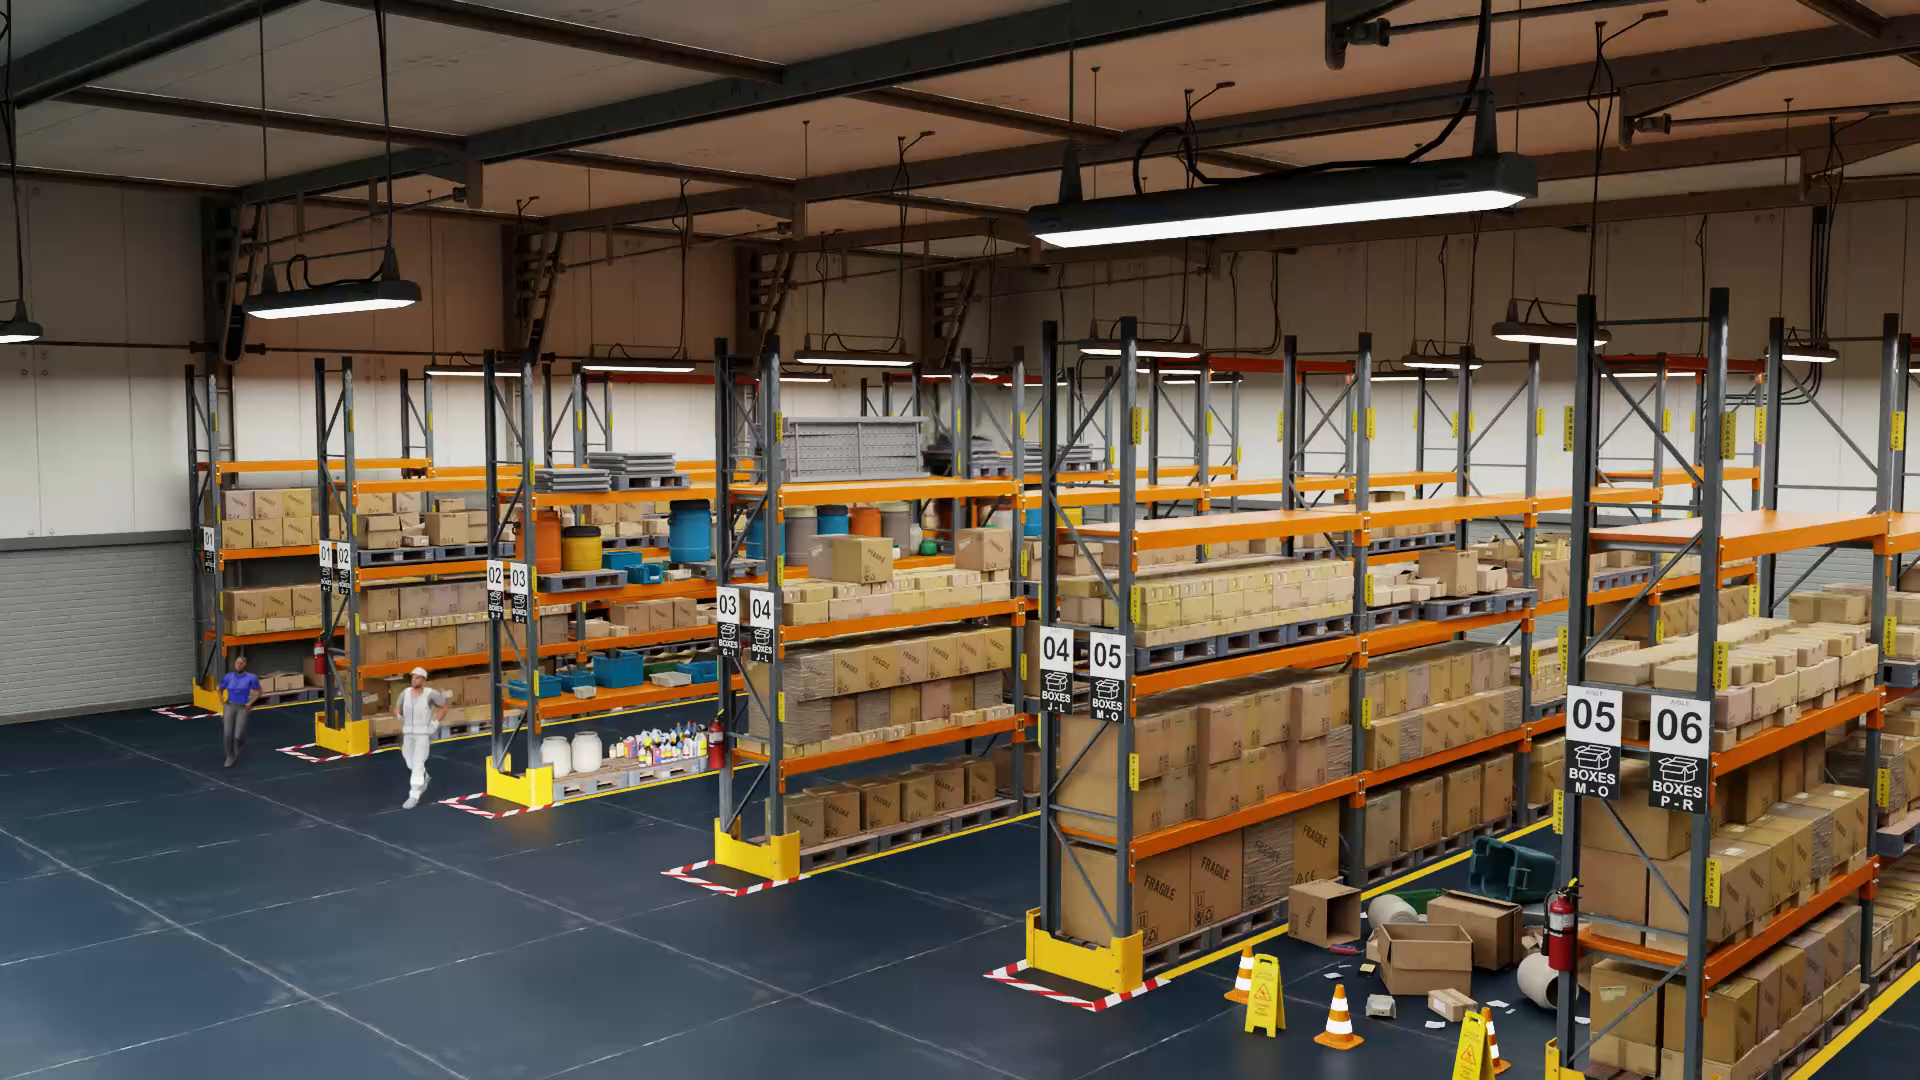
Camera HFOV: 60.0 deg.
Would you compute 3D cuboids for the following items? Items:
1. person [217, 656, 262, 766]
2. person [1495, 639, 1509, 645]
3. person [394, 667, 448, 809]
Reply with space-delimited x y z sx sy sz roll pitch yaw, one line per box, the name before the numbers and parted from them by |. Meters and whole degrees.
person | -10.597 2.507 24.438 0.601 1.604 0.581 -1 4 -11
person | 8.135 2.365 25.188 0.637 1.727 0.567 4 6 44
person | -7.176 2.577 21.983 0.671 1.792 0.905 1 4 9
